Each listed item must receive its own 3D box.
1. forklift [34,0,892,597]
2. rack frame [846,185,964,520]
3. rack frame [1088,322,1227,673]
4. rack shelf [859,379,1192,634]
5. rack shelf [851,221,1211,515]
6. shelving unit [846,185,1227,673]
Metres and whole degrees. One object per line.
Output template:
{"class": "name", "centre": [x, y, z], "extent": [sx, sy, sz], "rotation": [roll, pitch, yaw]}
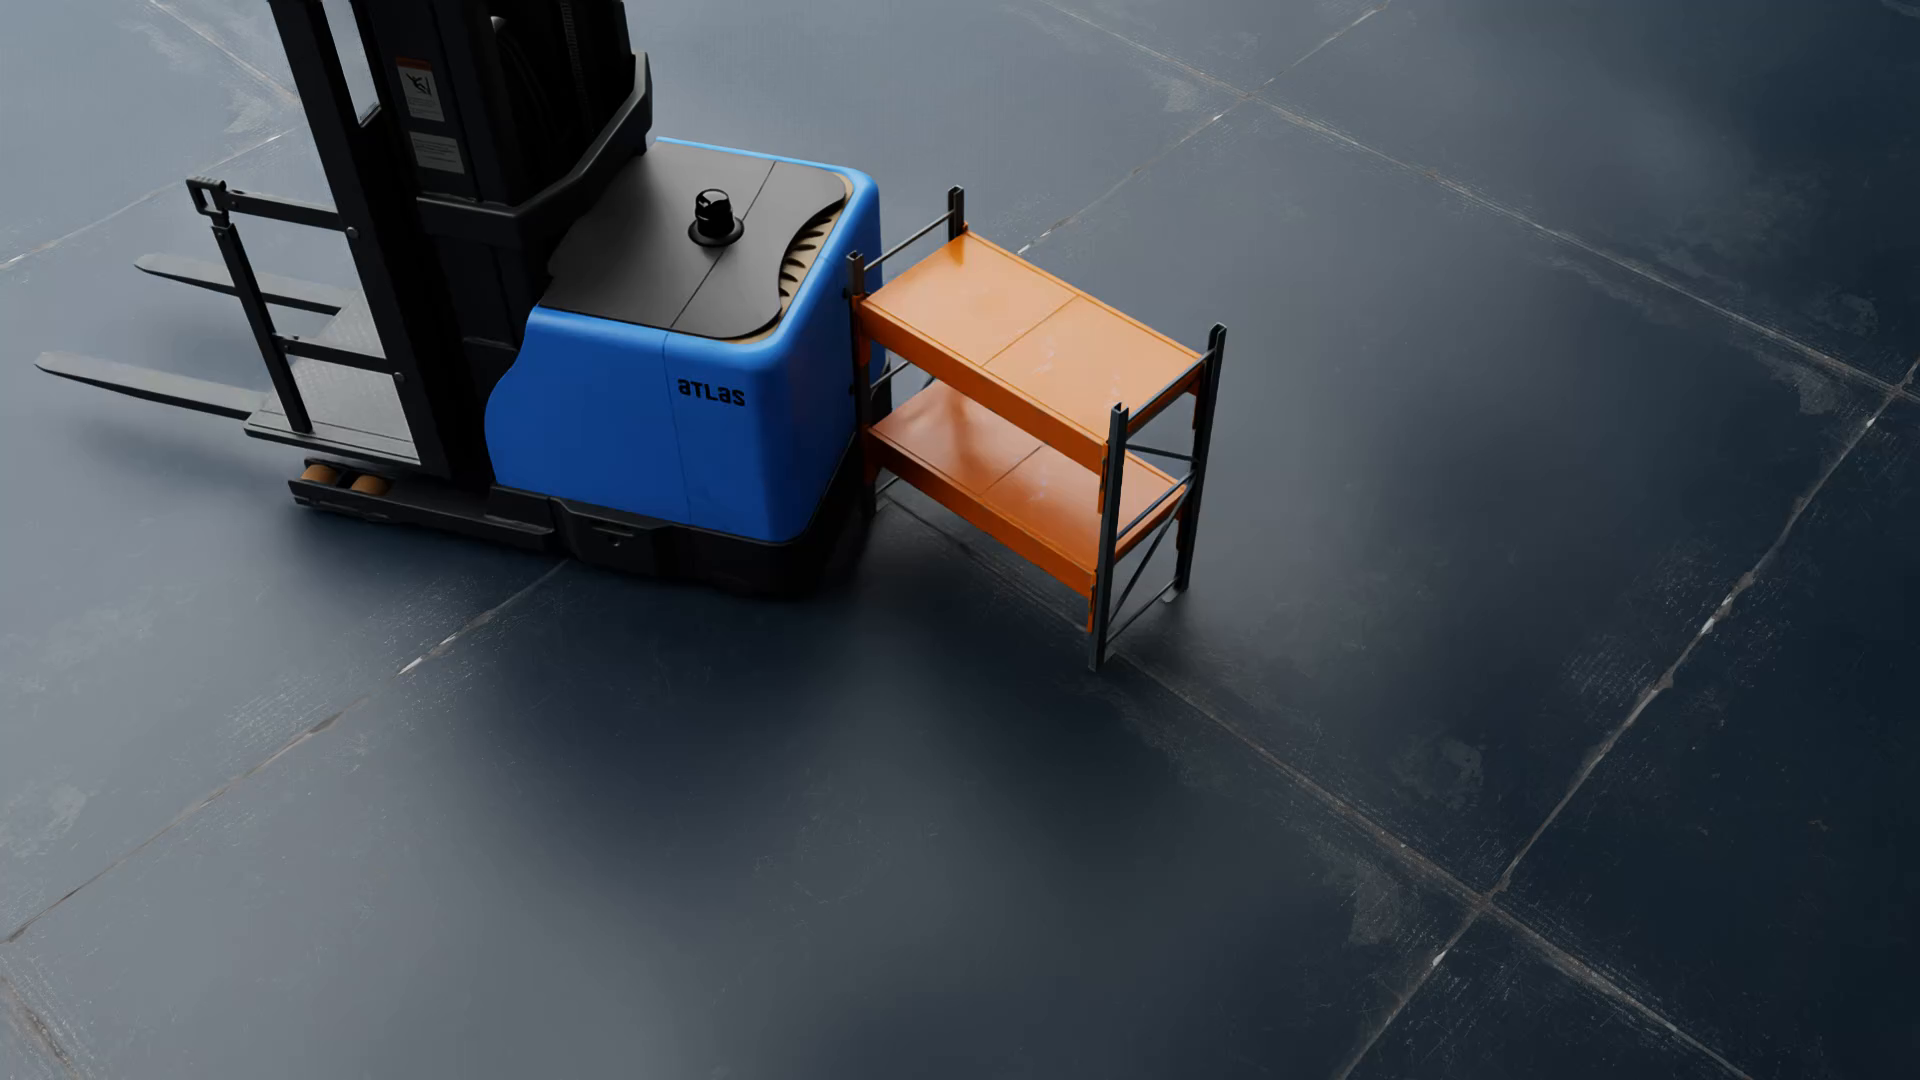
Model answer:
{"class": "forklift", "centre": [-1.825, -1.424, 5.076], "extent": [3.031, 2.935, 1.130], "rotation": [12, 48, 11]}
{"class": "rack frame", "centre": [-0.165, -0.597, 5.539], "extent": [0.032, 1.125, 0.500], "rotation": [33, 55, 27]}
{"class": "rack frame", "centre": [0.591, -0.101, 5.074], "extent": [0.032, 1.125, 0.500], "rotation": [33, 55, 27]}
{"class": "rack shelf", "centre": [0.213, -0.182, 5.485], "extent": [1.000, 0.278, 0.538], "rotation": [33, 55, 27]}
{"class": "rack shelf", "centre": [0.213, -0.550, 5.093], "extent": [1.000, 0.278, 0.538], "rotation": [33, 55, 27]}
{"class": "shelving unit", "centre": [0.213, -0.349, 5.306], "extent": [1.048, 1.125, 0.538], "rotation": [33, 55, 27]}
